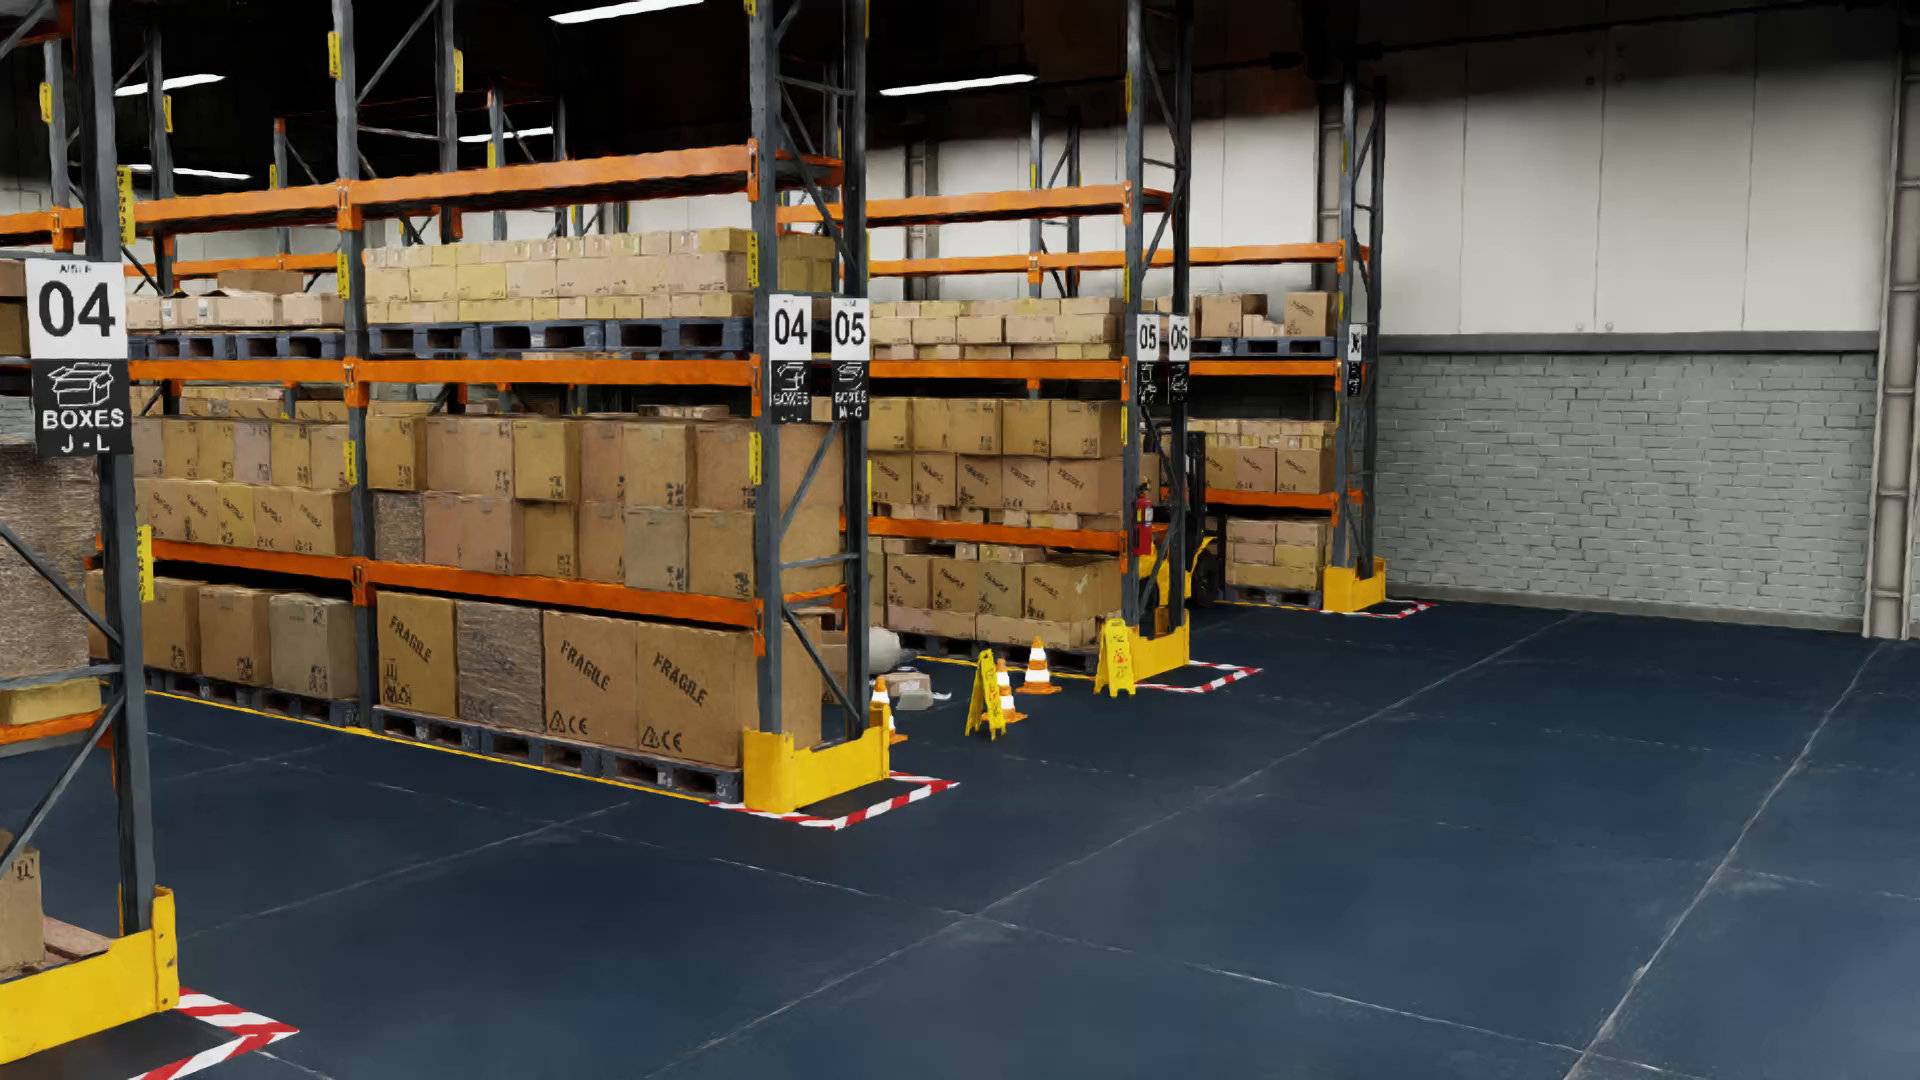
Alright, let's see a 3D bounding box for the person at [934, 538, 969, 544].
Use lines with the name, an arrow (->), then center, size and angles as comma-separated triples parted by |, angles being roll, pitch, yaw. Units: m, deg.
person -> 0.034, -0.069, 18.462 | 0.844, 1.803, 0.759 | -3, 7, -28
